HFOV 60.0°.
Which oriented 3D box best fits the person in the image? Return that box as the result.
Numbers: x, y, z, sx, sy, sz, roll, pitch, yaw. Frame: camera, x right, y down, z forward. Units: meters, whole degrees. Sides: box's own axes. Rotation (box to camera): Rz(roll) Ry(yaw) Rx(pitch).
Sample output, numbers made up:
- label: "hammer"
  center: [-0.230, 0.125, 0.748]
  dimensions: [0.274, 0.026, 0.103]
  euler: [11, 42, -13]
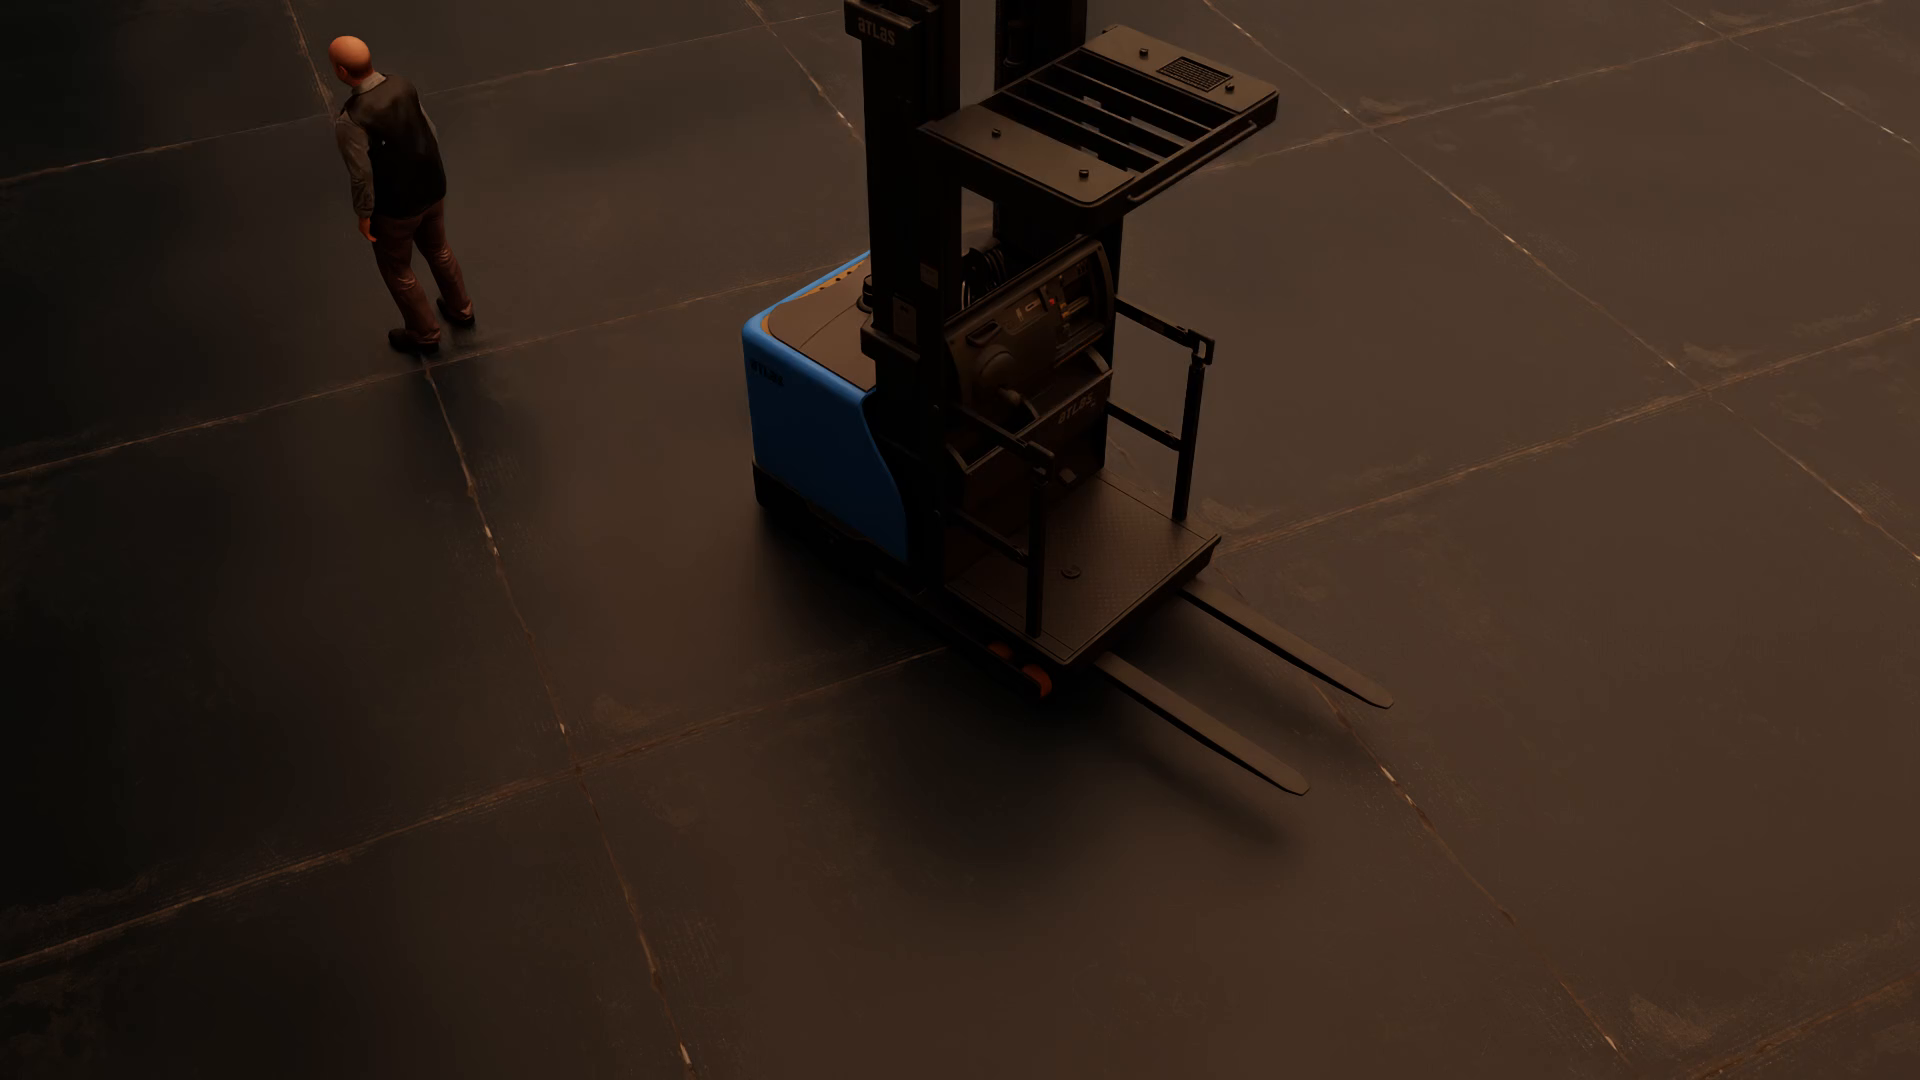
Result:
- label: "person"
  center: [-2.826, -1.731, 8.424]
  dimensions: [0.427, 1.719, 0.583]
  euler: [20, 47, 20]

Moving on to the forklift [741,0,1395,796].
- label: "forklift"
  center: [0.445, -0.788, 6.525]
  dimensions: [3.031, 2.935, 1.130]
  euler: [32, 52, 30]
